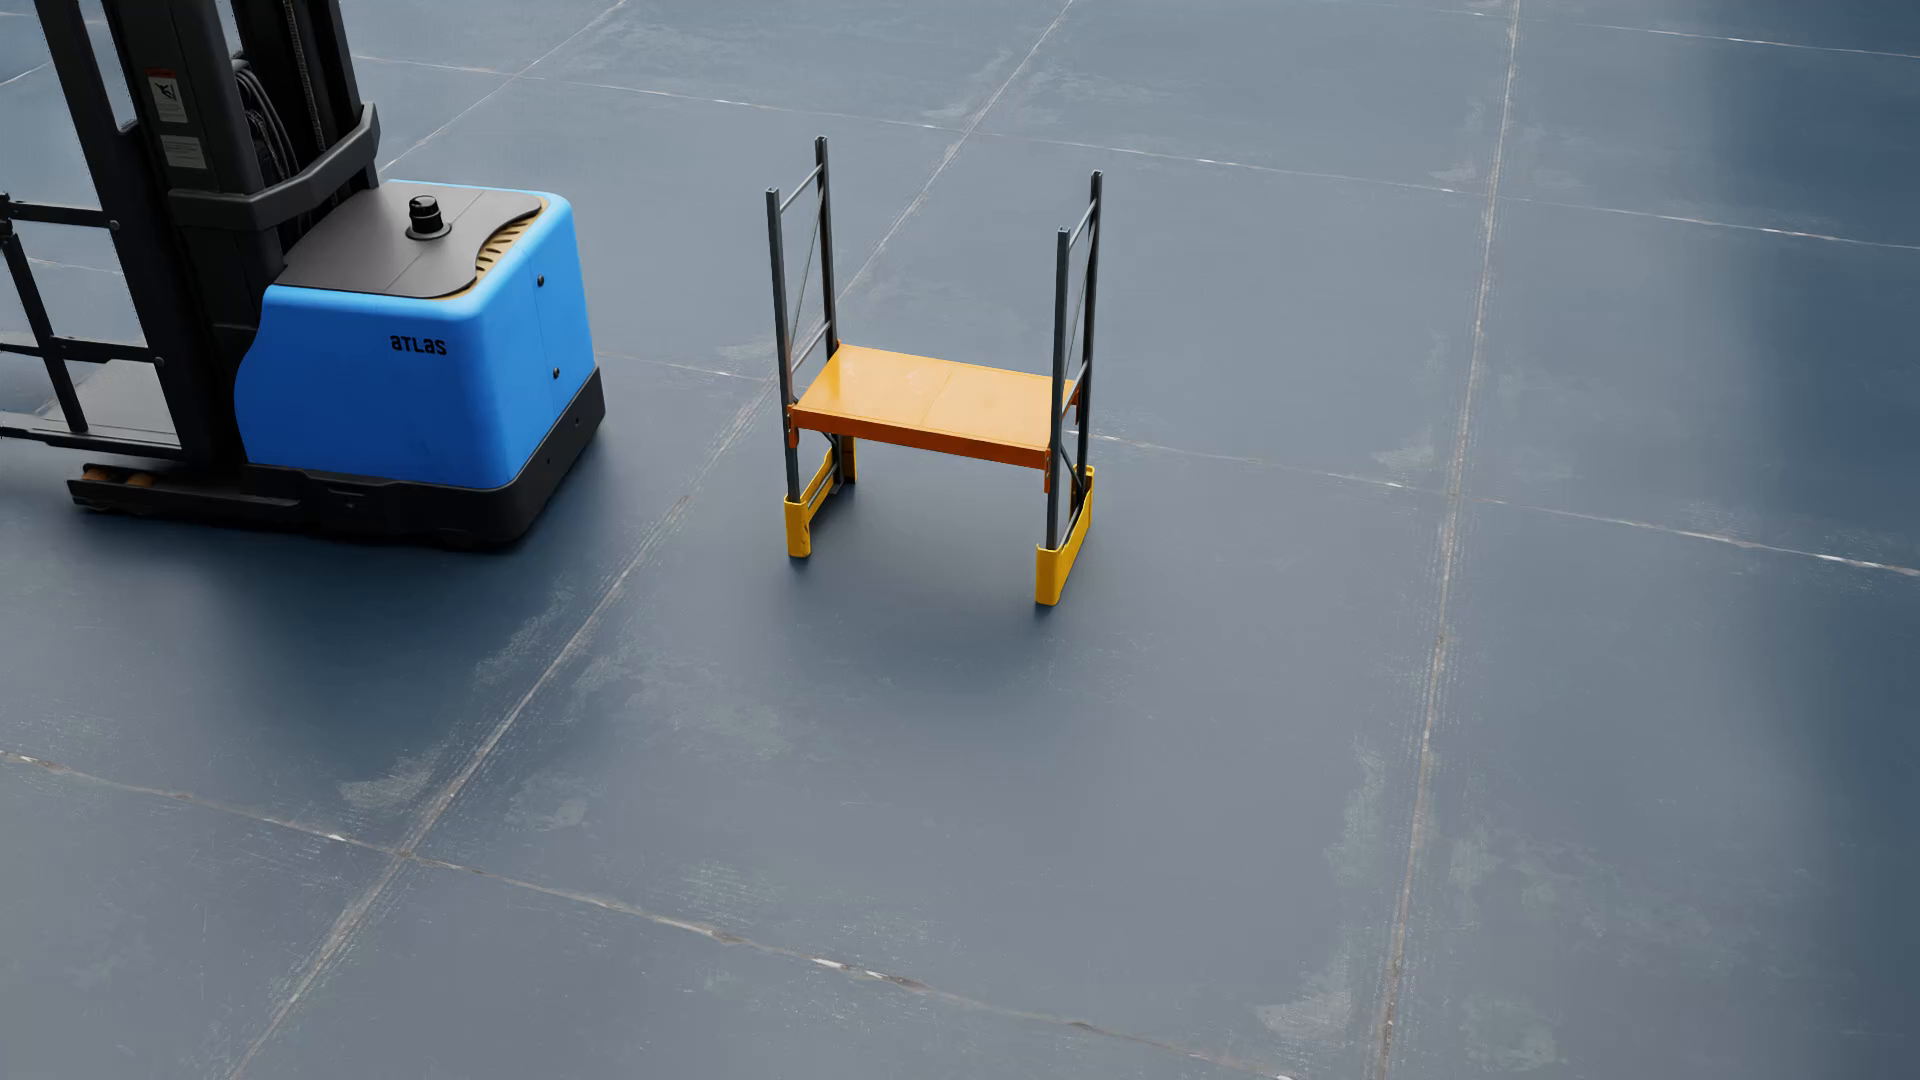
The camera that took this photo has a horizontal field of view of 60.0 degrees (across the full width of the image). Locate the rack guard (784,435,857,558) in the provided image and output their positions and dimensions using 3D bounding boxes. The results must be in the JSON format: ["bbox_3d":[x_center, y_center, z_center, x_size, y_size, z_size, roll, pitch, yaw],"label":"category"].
[{"bbox_3d":[-0.548,-0.202,6.599,0.087,0.250,0.587,10,38,14],"label":"rack guard"}]

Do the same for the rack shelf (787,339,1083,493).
[{"bbox_3d":[-0.081,-0.474,6.217,1.000,0.185,0.538,10,38,14],"label":"rack shelf"}]

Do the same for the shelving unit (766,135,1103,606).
[{"bbox_3d":[-0.073,-0.618,6.109,1.083,1.500,0.587,10,38,14],"label":"shelving unit"}]

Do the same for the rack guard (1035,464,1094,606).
[{"bbox_3d":[0.403,-0.026,6.360,0.087,0.250,0.587,10,38,14],"label":"rack guard"}]

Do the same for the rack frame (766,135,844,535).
[{"bbox_3d":[-0.567,-0.709,6.233,0.032,1.500,0.500,10,38,14],"label":"rack frame"}]

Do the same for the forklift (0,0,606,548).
[{"bbox_3d":[-3.092,-1.578,6.206,3.031,2.935,1.130,7,37,9],"label":"forklift"}]

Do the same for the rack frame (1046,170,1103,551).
[{"bbox_3d":[0.404,-0.529,5.989,0.032,1.500,0.500,10,38,14],"label":"rack frame"}]
